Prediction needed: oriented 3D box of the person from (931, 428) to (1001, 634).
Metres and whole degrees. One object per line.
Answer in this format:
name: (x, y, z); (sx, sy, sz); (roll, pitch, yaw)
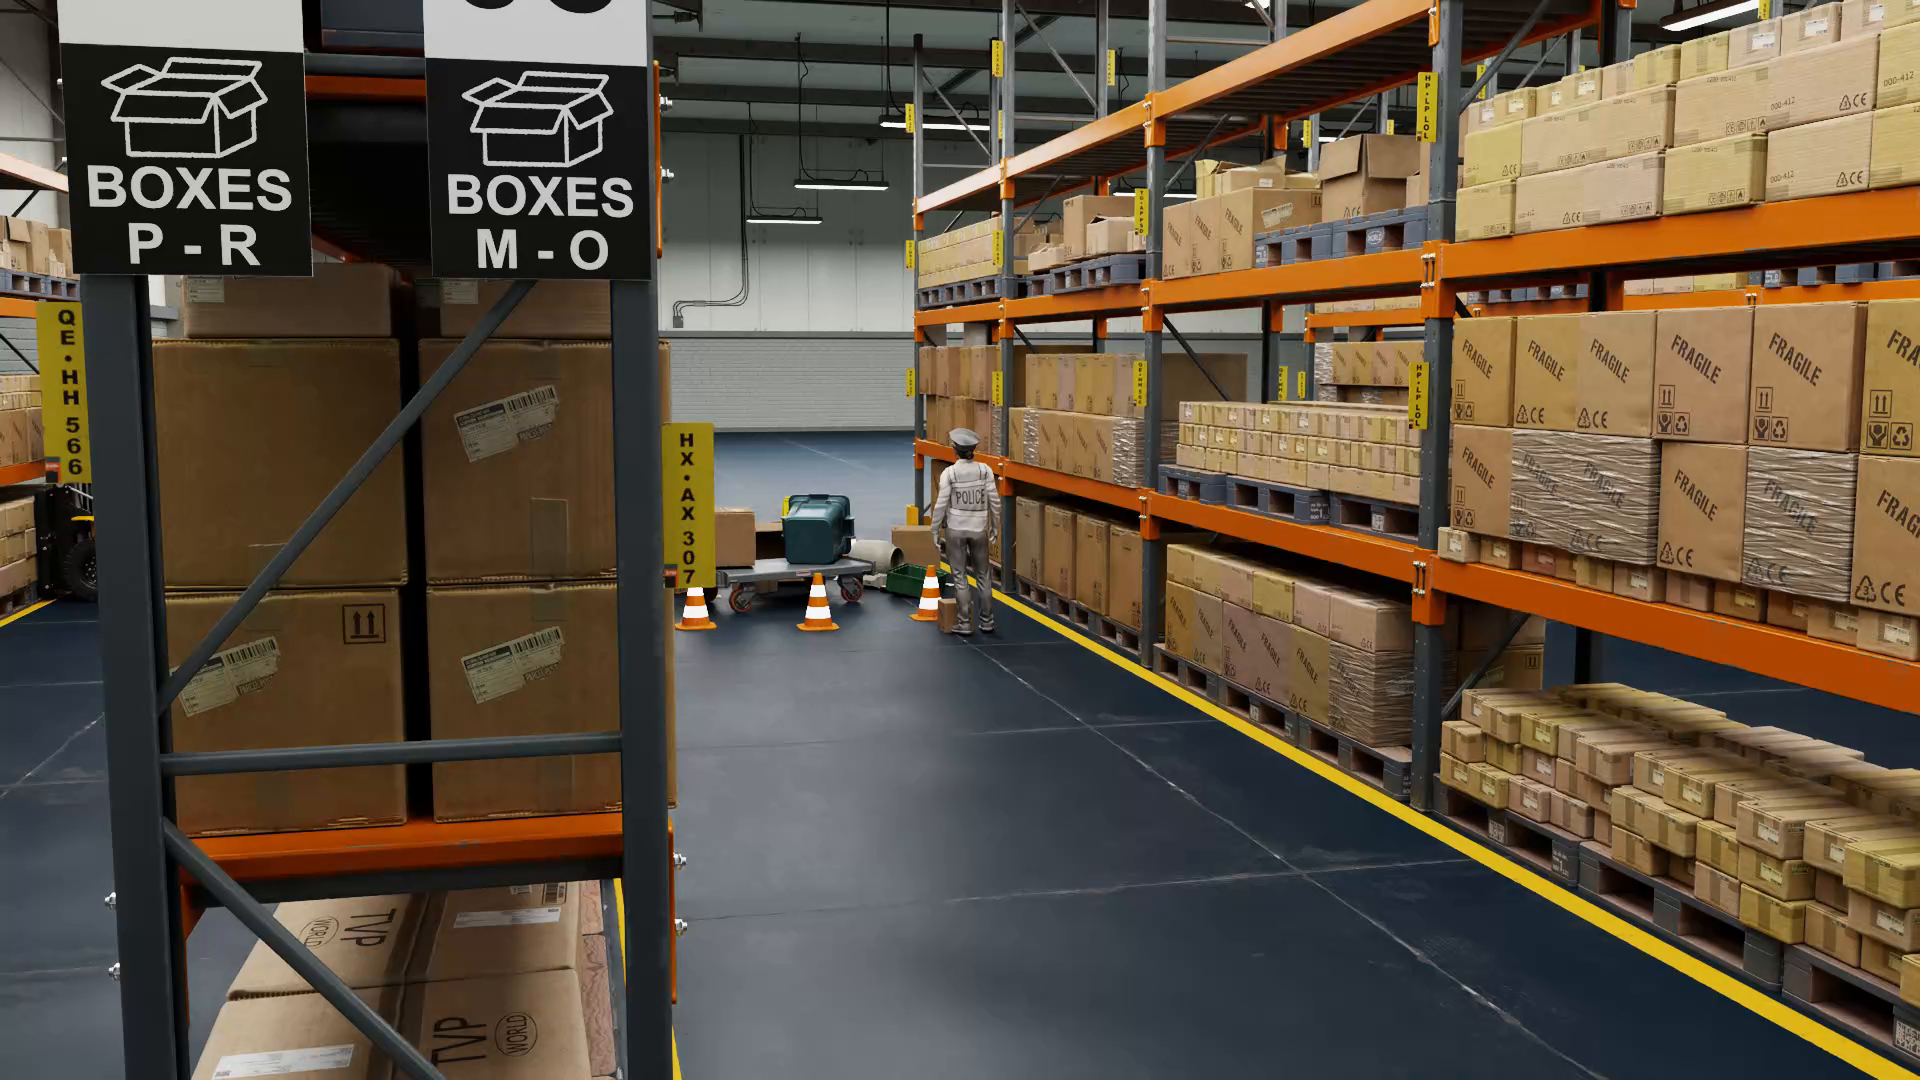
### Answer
person: (0.039, -0.074, 13.623); (0.586, 1.695, 0.532); (-2, 6, -14)
